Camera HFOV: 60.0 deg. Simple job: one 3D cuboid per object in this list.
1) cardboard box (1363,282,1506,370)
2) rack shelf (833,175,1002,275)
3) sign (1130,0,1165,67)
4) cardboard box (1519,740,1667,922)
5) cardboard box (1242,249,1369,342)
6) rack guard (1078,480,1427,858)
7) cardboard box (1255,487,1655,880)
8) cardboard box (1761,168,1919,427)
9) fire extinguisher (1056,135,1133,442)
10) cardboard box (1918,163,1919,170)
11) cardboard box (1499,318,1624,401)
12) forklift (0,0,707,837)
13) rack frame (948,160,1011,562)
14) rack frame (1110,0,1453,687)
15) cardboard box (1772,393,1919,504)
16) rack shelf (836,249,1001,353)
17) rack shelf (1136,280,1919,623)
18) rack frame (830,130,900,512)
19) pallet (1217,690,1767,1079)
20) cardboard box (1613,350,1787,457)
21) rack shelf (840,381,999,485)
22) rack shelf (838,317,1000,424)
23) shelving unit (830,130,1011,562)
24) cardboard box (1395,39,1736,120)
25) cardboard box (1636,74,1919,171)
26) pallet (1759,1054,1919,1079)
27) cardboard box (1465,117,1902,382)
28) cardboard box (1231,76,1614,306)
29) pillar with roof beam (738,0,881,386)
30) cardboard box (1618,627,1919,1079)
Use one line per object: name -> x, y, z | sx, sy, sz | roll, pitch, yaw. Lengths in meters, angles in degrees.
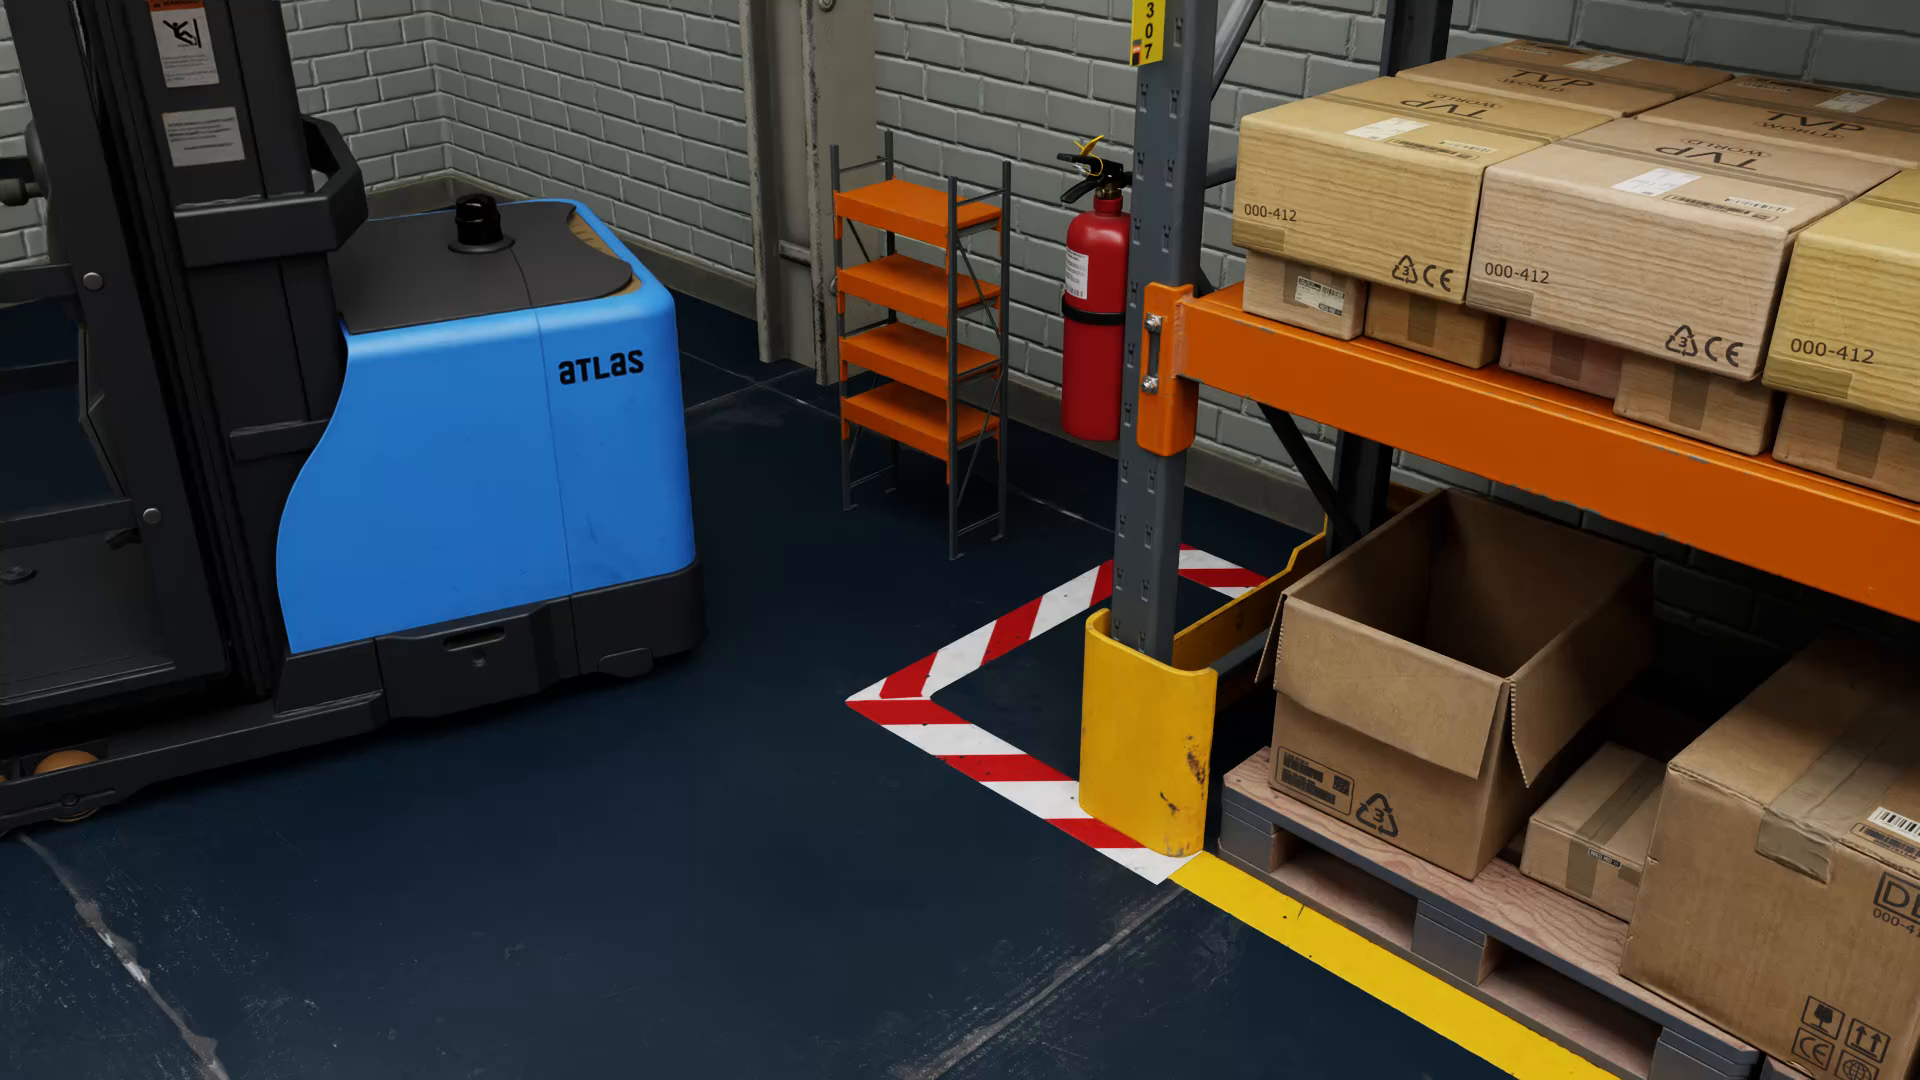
cardboard box -> 0.995, -0.477, 3.203 | 0.380, 0.149, 0.250 | -24, 36, -38
rack shelf -> -0.118, -0.933, 4.891 | 0.480, 0.148, 0.258 | 25, 36, 38
sign -> 0.358, -1.057, 3.107 | 0.005, 0.325, 0.100 | 25, 36, 38
cardboard box -> 1.384, 0.605, 3.489 | 0.250, 0.149, 0.380 | 23, 35, 37
cardboard box -> 0.781, -0.544, 3.332 | 0.250, 0.149, 0.380 | 24, 36, 38
rack guard -> 0.793, 0.277, 4.185 | 0.348, 0.500, 1.175 | 25, 36, 38
cardboard box -> 1.108, 0.296, 3.695 | 0.637, 0.503, 0.797 | 23, 35, 37
cardboard box -> 1.597, -0.353, 2.540 | 0.500, 0.250, 0.500 | 24, 36, 37
fire extinguisher -> 0.310, -0.549, 3.555 | 0.183, 0.674, 0.296 | 25, 36, 38
cardboard box -> 1.969, -0.525, 2.867 | 0.500, 0.250, 0.500 | -24, 36, -38
cardboard box -> 1.206, -0.402, 3.062 | 0.250, 0.149, 0.380 | 24, 36, 38
forklift -> -2.257, -0.867, 3.749 | 3.031, 2.935, 1.130 | -12, 30, -22
rack frame -> 0.056, -0.505, 4.922 | 0.015, 1.200, 0.240 | 25, 36, 38
rack frame -> 0.739, -0.854, 3.651 | 0.127, 3.000, 1.000 | 25, 36, 38
cardboard box -> 1.537, -0.215, 2.706 | 0.380, 0.149, 0.250 | -25, 36, -38
rack shelf -> -0.118, -0.724, 5.001 | 0.480, 0.148, 0.258 | 25, 36, 38
rack shelf -> 2.165, 0.117, 2.577 | 4.000, 0.370, 1.077 | 25, 36, 38
rack frame -> -0.292, -0.665, 5.225 | 0.015, 1.200, 0.240 | 25, 36, 38
pallet -> 1.362, 0.665, 3.758 | 1.213, 0.211, 1.003 | 25, 36, 38
cardboard box -> 1.344, -0.300, 2.867 | 0.380, 0.149, 0.250 | -24, 36, -38
rack shelf -> -0.118, -0.350, 5.197 | 0.480, 0.148, 0.258 | 25, 36, 38
rack shelf -> -0.118, -0.526, 5.105 | 0.480, 0.148, 0.258 | 25, 36, 38
shelving unit -> -0.118, -0.585, 5.073 | 0.503, 1.200, 0.258 | 25, 36, 38
cardboard box -> 1.253, -0.857, 3.498 | 0.500, 0.250, 0.500 | -24, 36, -38
cardboard box -> 1.620, -0.688, 3.178 | 0.500, 0.250, 0.500 | 25, 36, 39
pallet -> 2.228, 1.063, 3.002 | 1.213, 0.211, 1.003 | 25, 36, 38
cardboard box -> 1.233, -0.517, 2.852 | 0.500, 0.250, 0.500 | -25, 37, -39
cardboard box -> 0.873, -0.682, 3.165 | 0.500, 0.250, 0.500 | 25, 37, 39
pillar with roof beam -> -3.570, -3.259, 1.779 | 0.400, 9.000, 9.100 | 25, 36, 38
cardboard box -> 1.691, 0.590, 3.140 | 0.700, 0.500, 0.500 | -24, 36, -37
